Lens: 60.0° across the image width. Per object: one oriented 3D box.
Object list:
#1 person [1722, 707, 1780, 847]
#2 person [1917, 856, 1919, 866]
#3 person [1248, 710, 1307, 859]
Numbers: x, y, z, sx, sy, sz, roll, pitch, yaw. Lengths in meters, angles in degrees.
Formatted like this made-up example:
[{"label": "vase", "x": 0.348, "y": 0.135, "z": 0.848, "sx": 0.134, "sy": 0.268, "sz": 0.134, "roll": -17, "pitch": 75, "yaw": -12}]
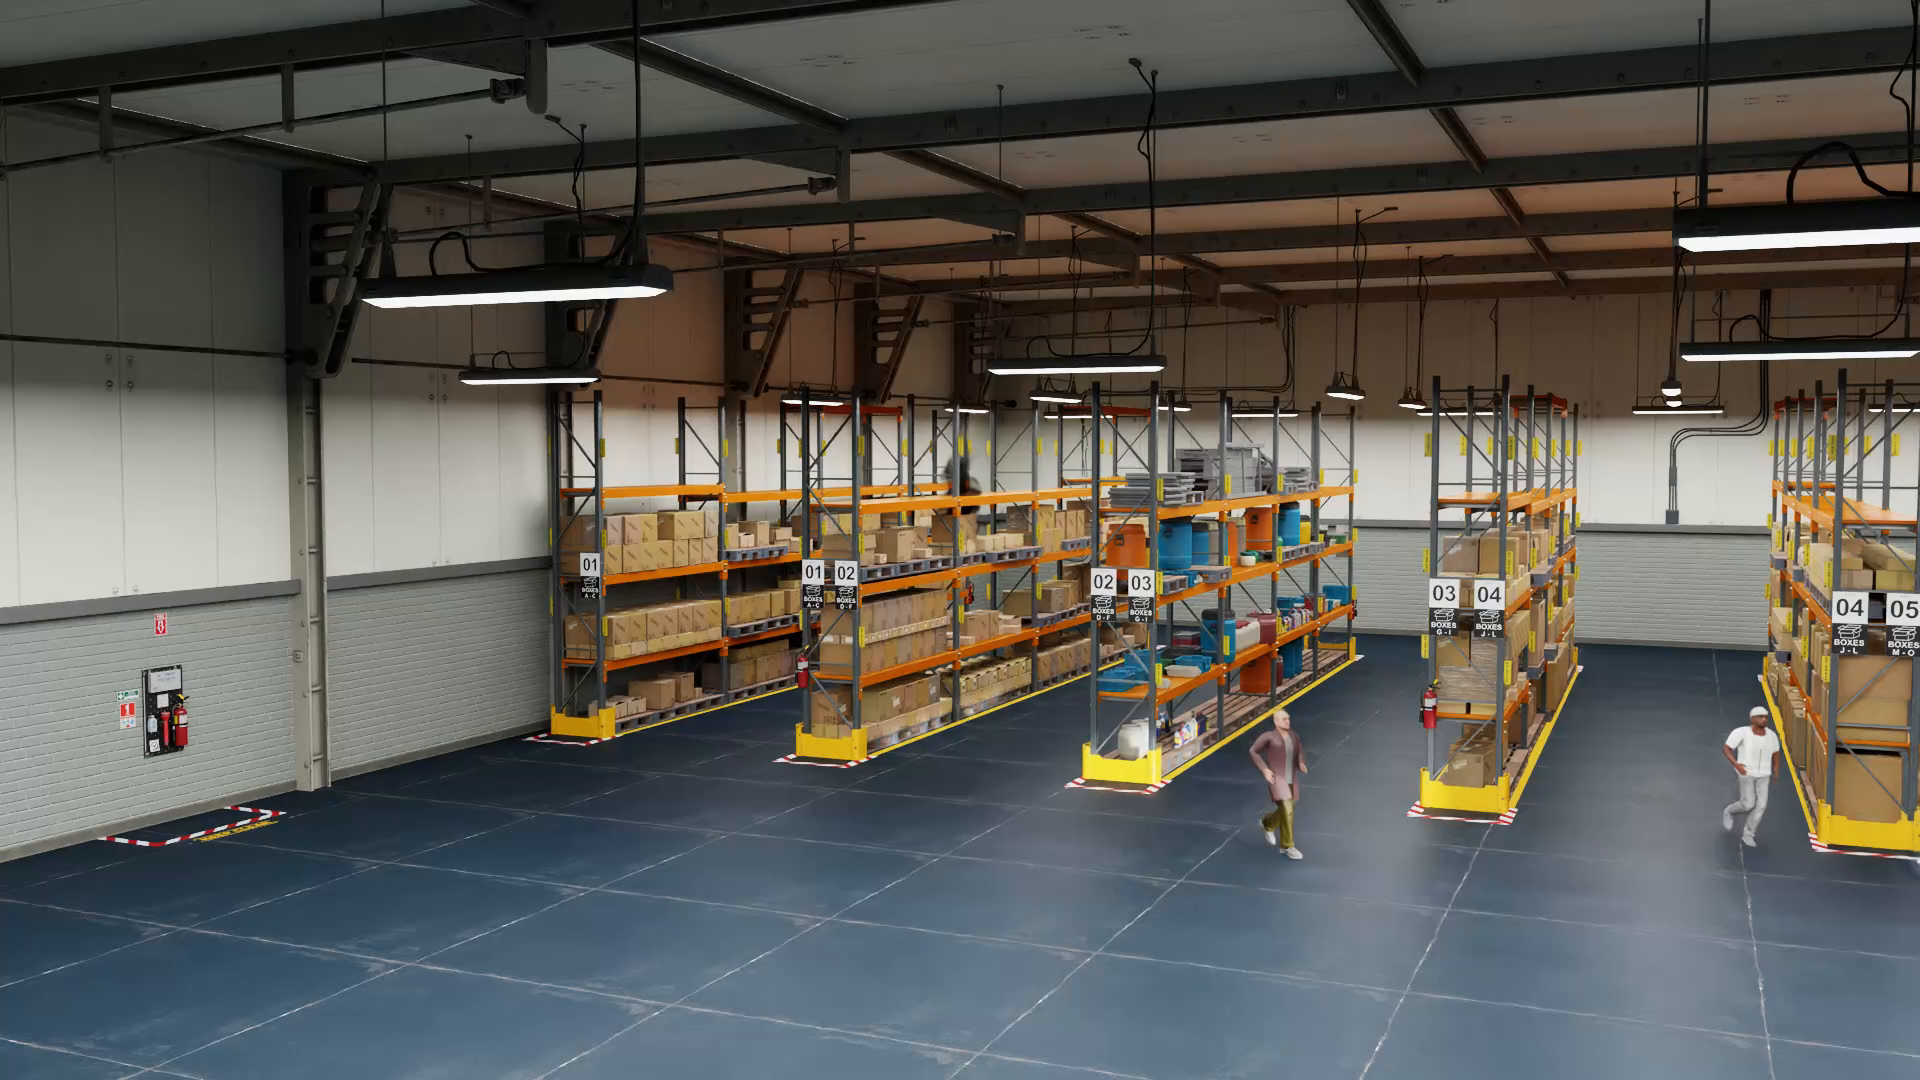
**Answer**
[{"label": "person", "x": 10.104, "y": 2.987, "z": 21.180, "sx": 0.714, "sy": 1.751, "sz": 0.655, "roll": 0, "pitch": 3, "yaw": -2}, {"label": "person", "x": 11.104, "y": 3.202, "z": 18.581, "sx": 0.531, "sy": 1.562, "sz": 0.703, "roll": -2, "pitch": 4, "yaw": -28}, {"label": "person", "x": 3.933, "y": 2.980, "z": 20.530, "sx": 0.728, "sy": 1.773, "sz": 0.884, "roll": -2, "pitch": 4, "yaw": -31}]
